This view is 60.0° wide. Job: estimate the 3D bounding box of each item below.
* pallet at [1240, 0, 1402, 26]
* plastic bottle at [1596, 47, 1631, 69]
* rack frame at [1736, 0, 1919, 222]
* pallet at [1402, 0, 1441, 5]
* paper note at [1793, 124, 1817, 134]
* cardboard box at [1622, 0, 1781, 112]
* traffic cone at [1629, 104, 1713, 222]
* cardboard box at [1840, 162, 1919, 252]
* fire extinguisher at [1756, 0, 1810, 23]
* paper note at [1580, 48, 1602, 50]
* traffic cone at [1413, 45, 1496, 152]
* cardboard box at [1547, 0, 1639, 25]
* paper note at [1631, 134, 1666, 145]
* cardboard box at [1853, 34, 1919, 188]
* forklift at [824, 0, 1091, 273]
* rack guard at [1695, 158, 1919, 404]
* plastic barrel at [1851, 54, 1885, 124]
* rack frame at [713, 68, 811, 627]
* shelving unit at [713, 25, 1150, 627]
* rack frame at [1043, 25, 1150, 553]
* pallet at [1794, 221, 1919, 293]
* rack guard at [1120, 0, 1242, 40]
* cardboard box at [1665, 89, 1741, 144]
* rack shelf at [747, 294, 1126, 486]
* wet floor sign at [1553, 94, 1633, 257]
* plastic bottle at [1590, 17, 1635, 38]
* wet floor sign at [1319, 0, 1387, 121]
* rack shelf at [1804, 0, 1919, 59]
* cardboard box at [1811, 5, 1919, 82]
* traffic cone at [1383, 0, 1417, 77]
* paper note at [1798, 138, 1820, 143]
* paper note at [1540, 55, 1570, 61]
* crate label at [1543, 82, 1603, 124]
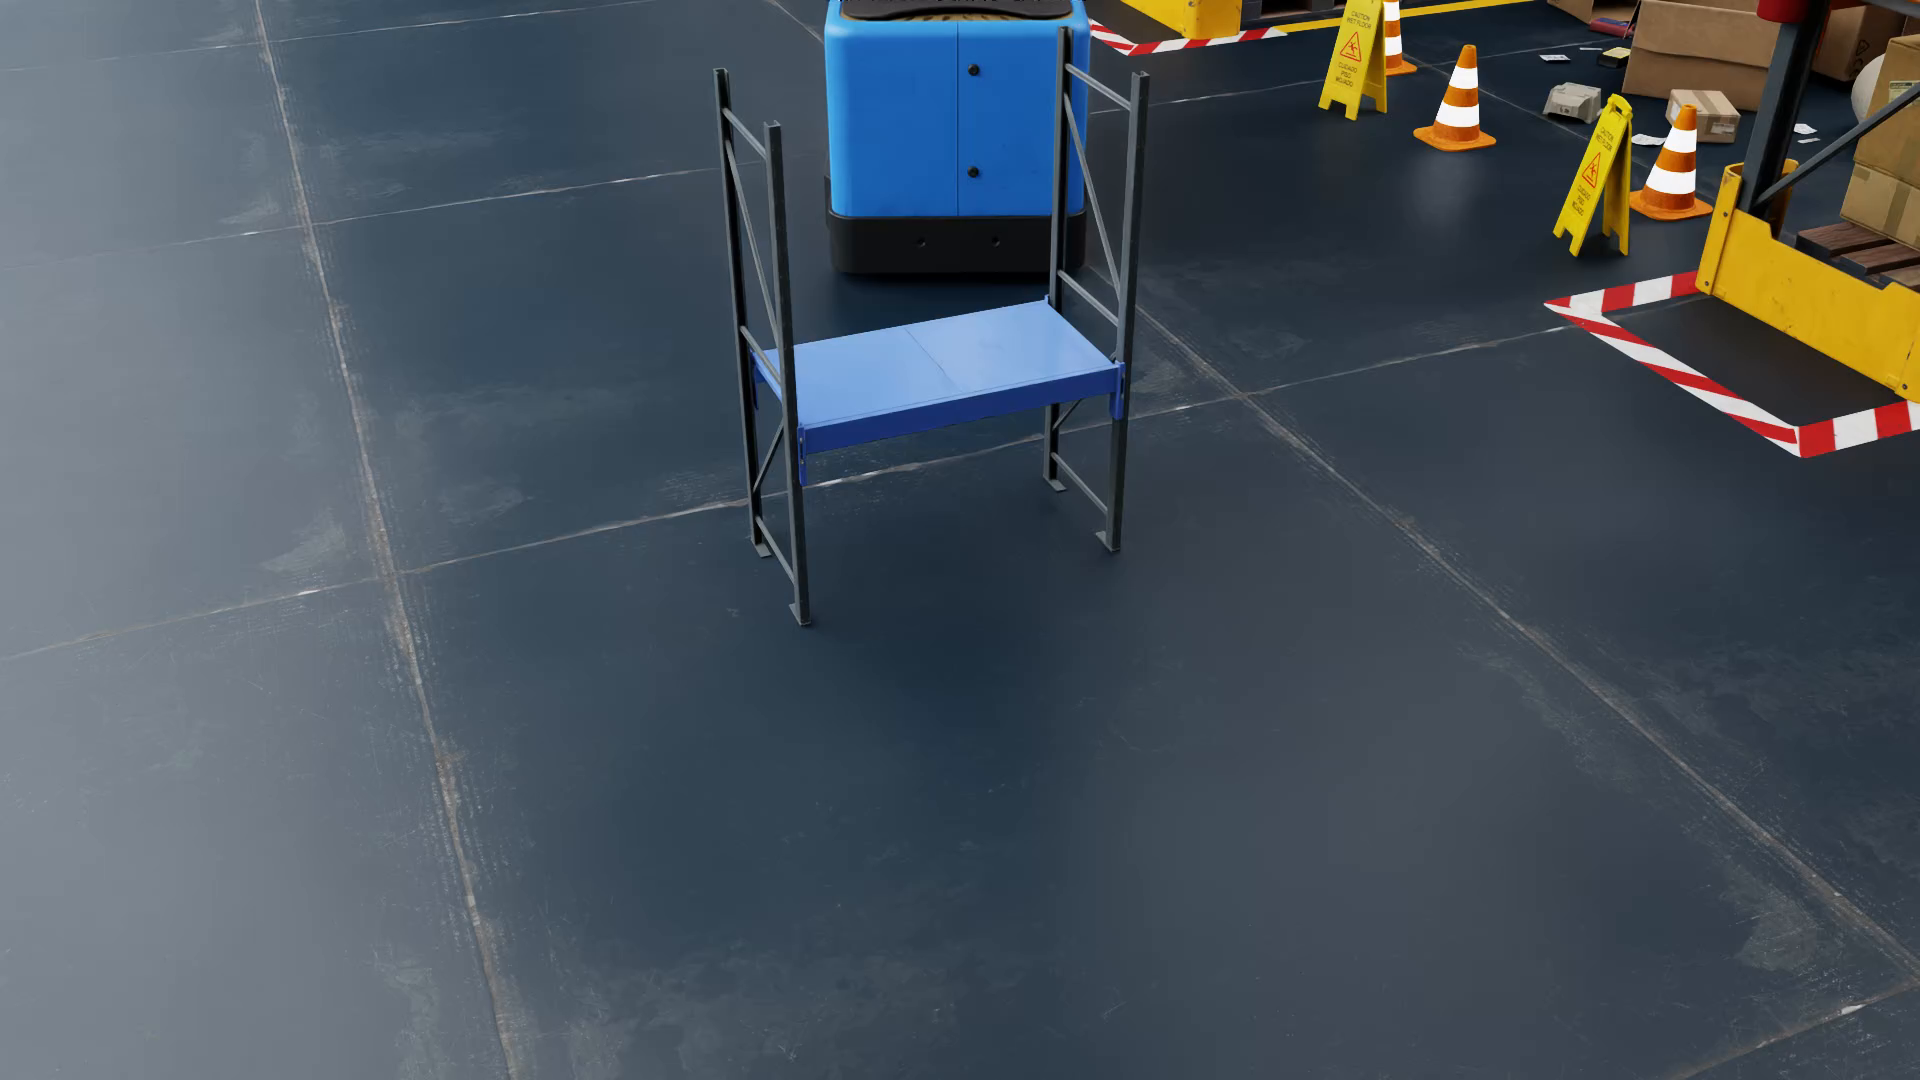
[{"bbox_3d":[2.024,-3.552,10.516,1.213,0.211,1.003,-13,35,-19],"label":"pallet"},{"bbox_3d":[3.729,-2.733,9.394,0.283,0.061,0.133,-27,42,-35],"label":"plastic bottle"},{"bbox_3d":[3.326,-2.045,5.643,0.127,3.000,1.000,-13,35,-19],"label":"rack frame"},{"bbox_3d":[3.147,-3.808,10.909,1.213,0.211,1.003,-13,35,-19],"label":"pallet"},{"bbox_3d":[4.269,-2.101,8.461,0.142,0.019,0.148,-2,33,-2],"label":"paper note"},{"bbox_3d":[3.966,-2.643,8.851,0.797,0.503,0.637,16,36,23],"label":"cardboard box"},{"bbox_3d":[3.223,-1.722,7.472,0.334,0.463,0.336,-13,35,-19],"label":"traffic cone"},{"bbox_3d":[3.990,-1.380,6.757,0.500,0.250,0.500,-13,35,-19],"label":"cardboard box"},{"bbox_3d":[3.042,-2.221,5.983,0.183,0.674,0.296,-13,35,-19],"label":"fire extinguisher"},{"bbox_3d":[3.642,-2.834,9.597,0.123,0.001,0.032,4,33,6],"label":"paper note"},{"bbox_3d":[2.480,-2.208,8.219,0.334,0.463,0.336,-13,35,-19],"label":"traffic cone"},{"bbox_3d":[3.971,-3.467,10.118,0.500,0.500,0.500,-7,34,-11],"label":"cardboard box"},{"bbox_3d":[3.427,-2.001,8.298,0.142,0.019,0.148,-27,42,-35],"label":"paper note"},{"bbox_3d":[3.964,-1.683,6.536,0.500,0.500,0.500,-13,35,-19],"label":"cardboard box"},{"bbox_3d":[-0.035,-3.086,7.305,1.130,2.935,3.031,-1,33,-1],"label":"forklift"},{"bbox_3d":[3.396,-1.014,6.350,0.348,0.500,1.175,-13,35,-19],"label":"rack guard"},{"bbox_3d":[4.645,-2.163,8.186,0.421,0.421,0.512,10,34,14],"label":"plastic barrel"},{"bbox_3d":[-0.547,-0.503,4.648,0.032,1.500,0.500,-13,35,-19],"label":"rack frame"},{"bbox_3d":[-0.079,-0.611,4.813,1.048,1.500,0.538,-13,35,-19],"label":"shelving unit"},{"bbox_3d":[0.390,-0.718,4.978,0.032,1.500,0.500,-13,35,-19],"label":"rack frame"},{"bbox_3d":[4.159,-1.046,6.665,1.213,0.211,1.003,-13,35,-19],"label":"pallet"},{"bbox_3d":[1.295,-3.460,10.110,0.348,0.500,1.175,-13,35,-19],"label":"rack guard"},{"bbox_3d":[3.752,-2.143,8.407,0.250,0.149,0.380,4,33,6],"label":"cardboard box"},{"bbox_3d":[-0.079,-0.460,4.911,1.000,0.185,0.538,-13,35,-19],"label":"rack shelf"},{"bbox_3d":[2.737,-1.557,7.051,0.232,0.644,0.267,-2,33,-2],"label":"wet floor sign"},{"bbox_3d":[3.896,-3.030,9.851,0.133,0.061,0.283,-27,42,-35],"label":"plastic bottle"},{"bbox_3d":[2.057,-2.525,8.538,0.232,0.644,0.267,-19,38,-27],"label":"wet floor sign"},{"bbox_3d":[5.170,-2.166,6.488,4.000,0.370,1.077,-13,35,-19],"label":"rack shelf"},{"bbox_3d":[4.825,-2.901,9.123,0.503,0.637,0.797,-13,35,-19],"label":"cardboard box"},{"bbox_3d":[2.356,-2.848,9.203,0.334,0.463,0.336,-13,35,-19],"label":"traffic cone"},{"bbox_3d":[4.243,-1.996,8.308,0.123,0.001,0.032,-13,35,-19],"label":"paper note"},{"bbox_3d":[3.382,-2.737,9.429,0.142,0.017,0.144,-2,33,-2],"label":"paper note"},{"bbox_3d":[3.181,-2.269,8.611,0.250,0.136,0.298,23,39,30],"label":"crate label"}]
